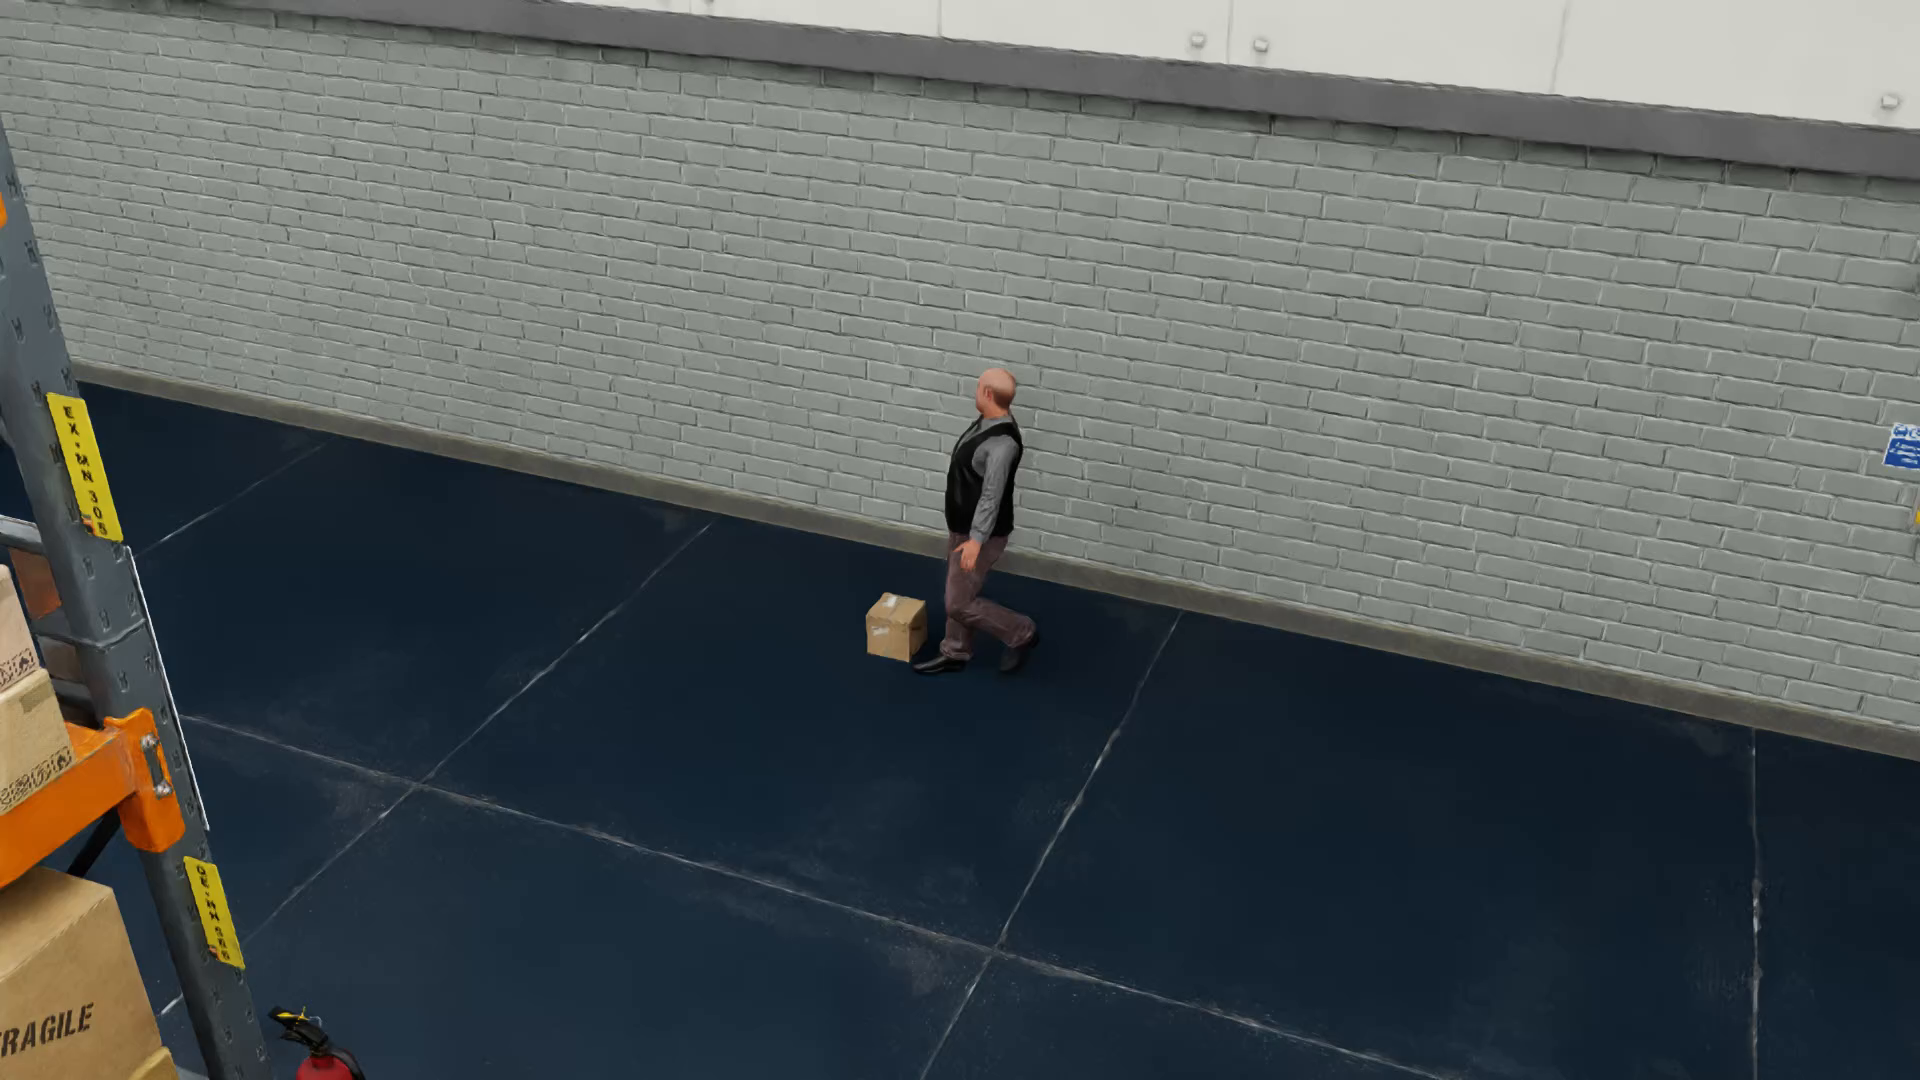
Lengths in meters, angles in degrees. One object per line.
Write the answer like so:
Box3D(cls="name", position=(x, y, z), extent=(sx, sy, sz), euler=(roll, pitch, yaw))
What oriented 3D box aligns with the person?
Box3D(cls="person", position=(0.078, -0.062, 8.547), extent=(0.677, 1.703, 0.580), euler=(-3, 30, -5))
